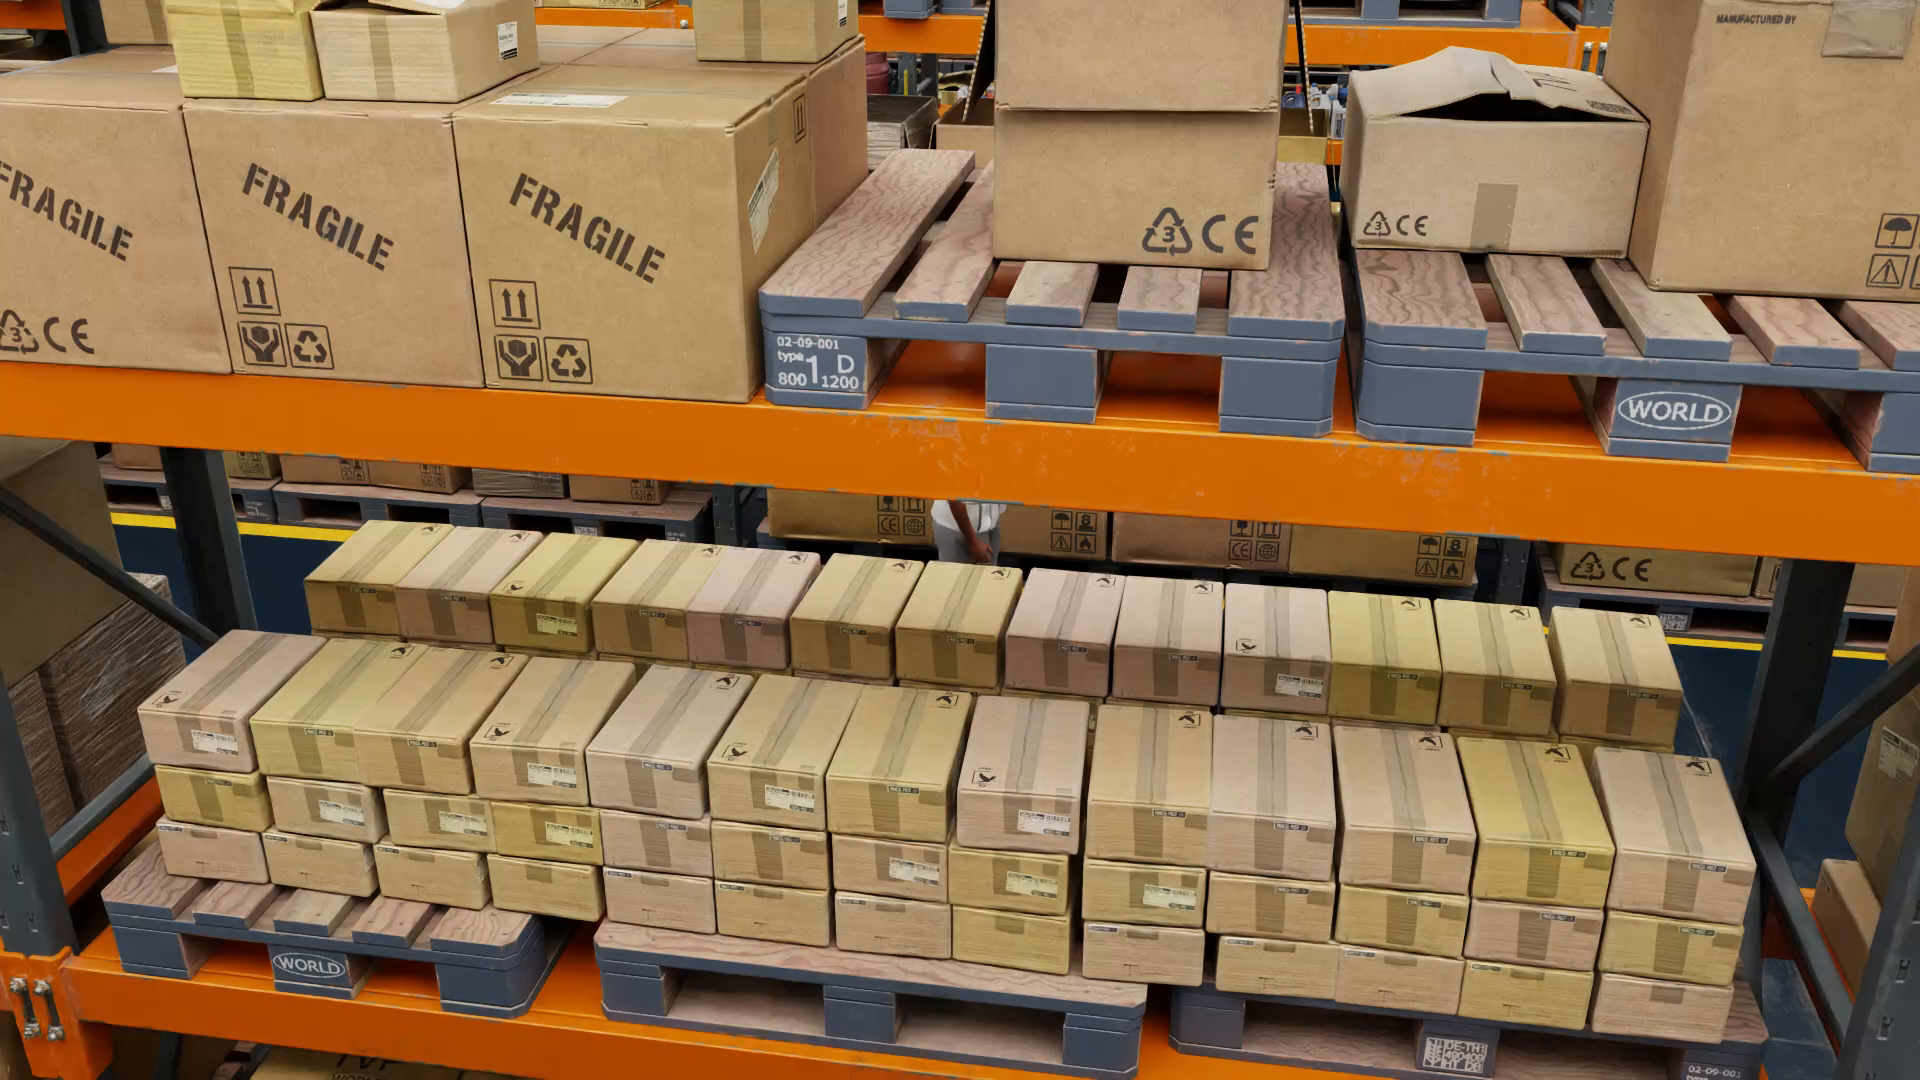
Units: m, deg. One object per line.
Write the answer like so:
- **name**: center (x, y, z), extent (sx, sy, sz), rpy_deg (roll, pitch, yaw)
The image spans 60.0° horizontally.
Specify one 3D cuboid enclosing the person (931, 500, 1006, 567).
- **person**: center (0.037, -0.081, 7.196), extent (0.393, 1.701, 0.481), rpy_deg (7, 26, 16)
